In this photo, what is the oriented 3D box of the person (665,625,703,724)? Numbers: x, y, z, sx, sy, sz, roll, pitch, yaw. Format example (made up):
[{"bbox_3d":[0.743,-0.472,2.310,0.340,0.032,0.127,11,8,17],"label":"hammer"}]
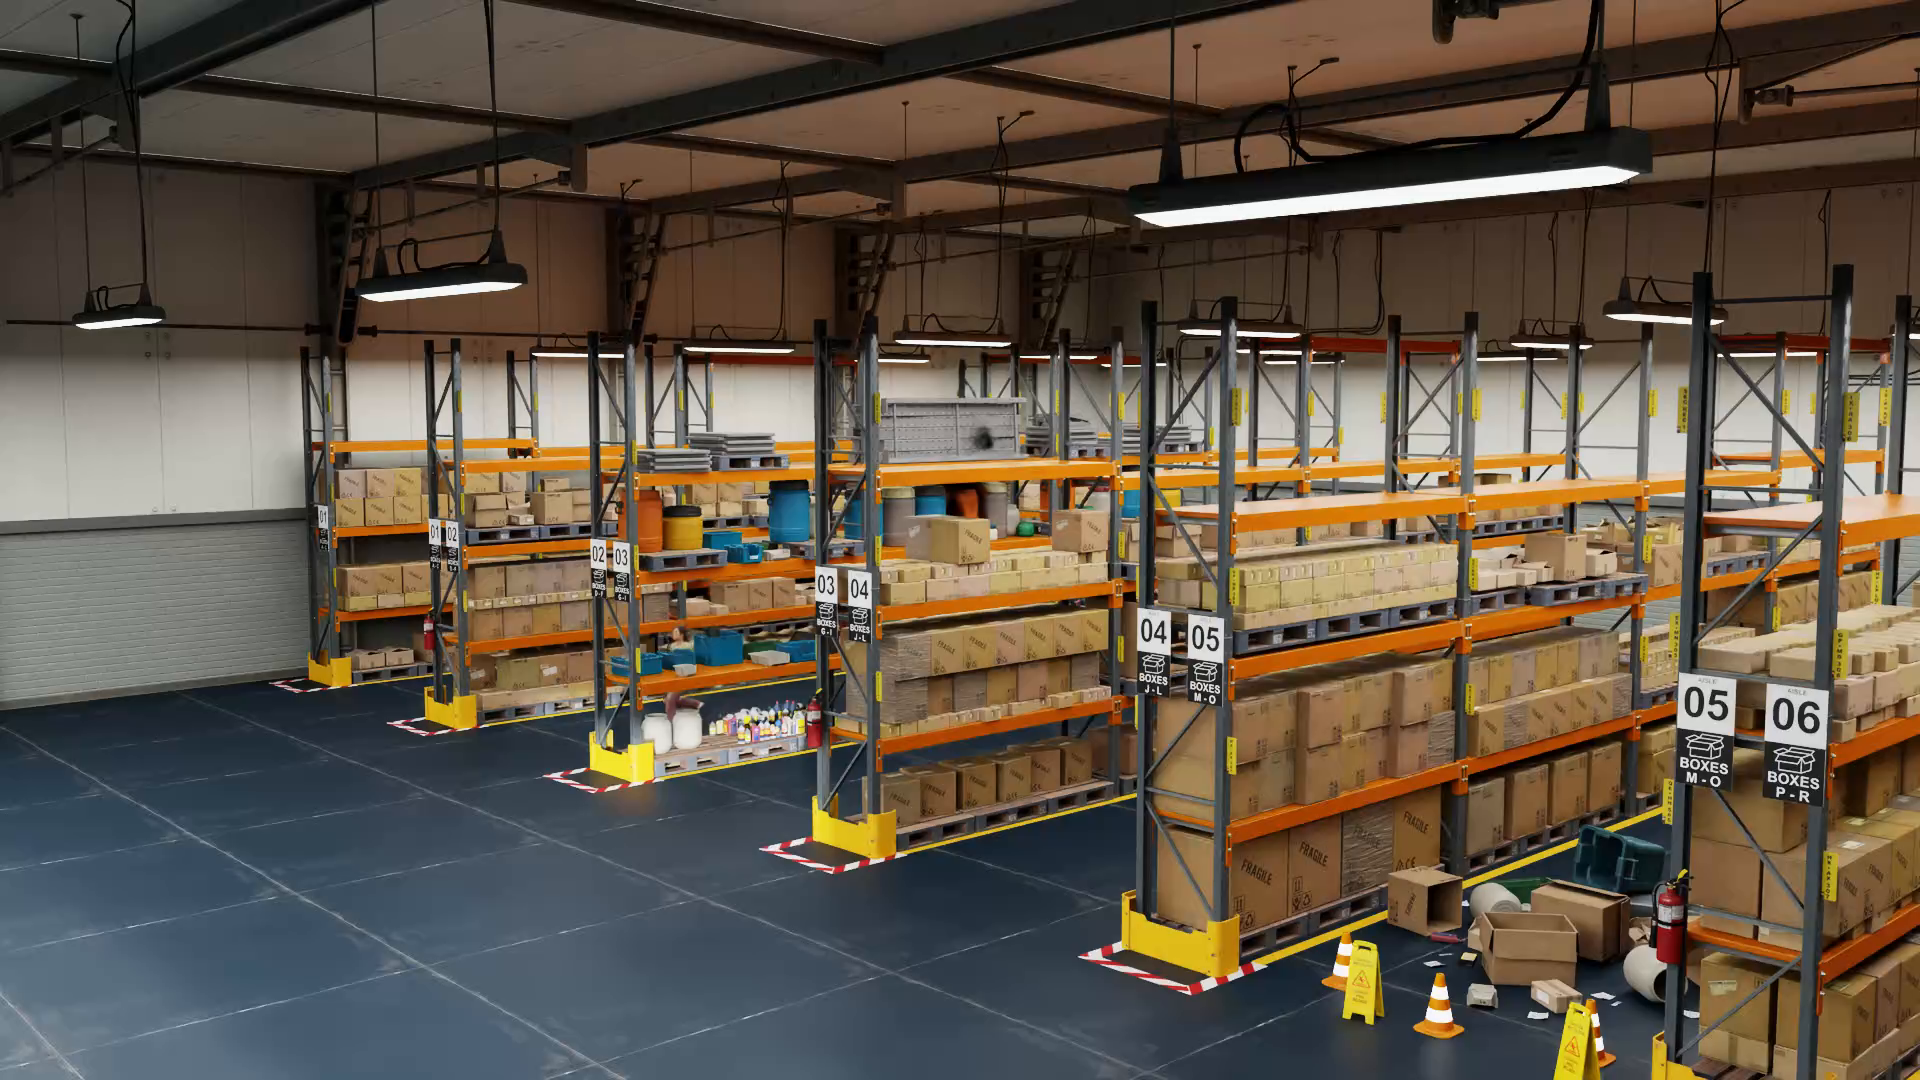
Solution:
[{"bbox_3d":[-4.278,2.117,25.448,0.875,1.640,0.593,-5,7,-43],"label":"person"}]

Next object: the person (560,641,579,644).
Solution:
[{"bbox_3d":[-6.947,1.685,29.491,0.904,1.734,0.644,-4,7,-41],"label":"person"}]
